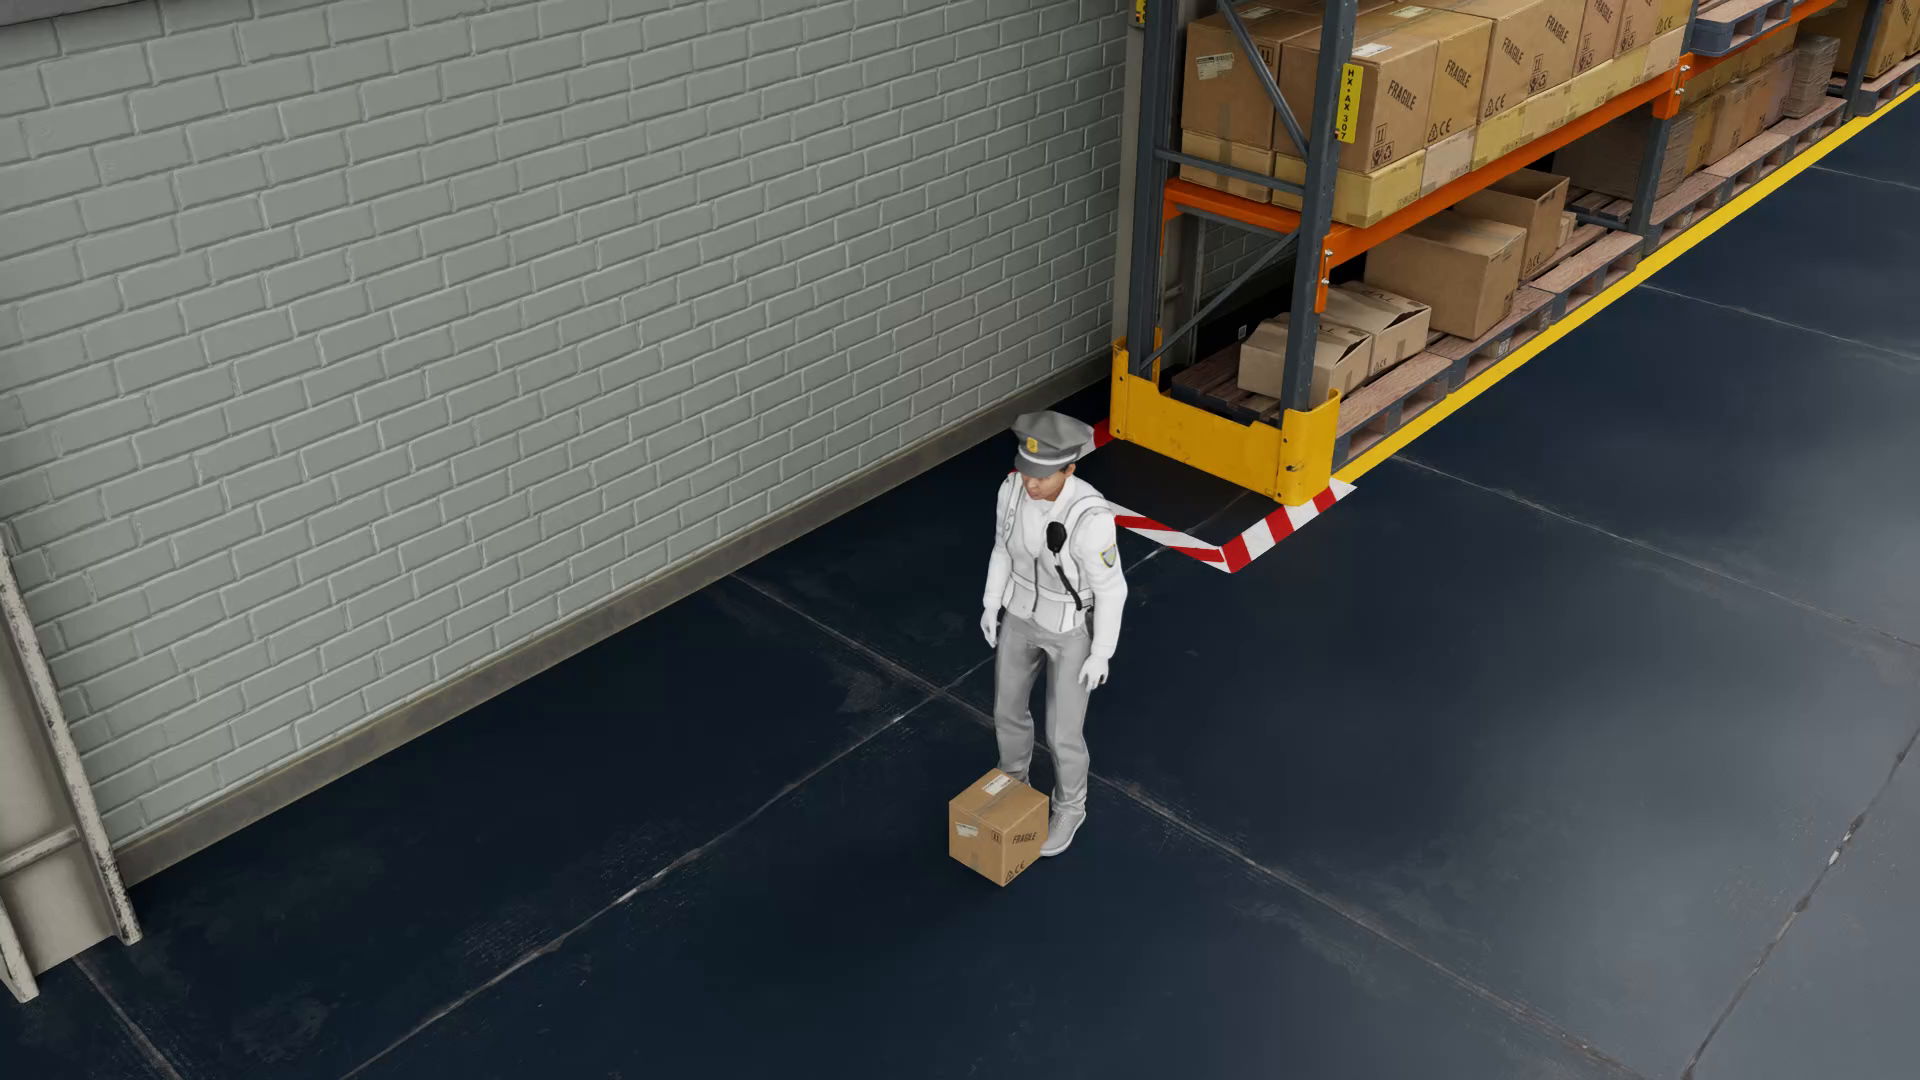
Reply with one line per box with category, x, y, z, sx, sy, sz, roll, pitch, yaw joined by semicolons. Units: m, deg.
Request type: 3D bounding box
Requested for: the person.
person;0.296;0.309;5.628;0.535;1.661;0.373;23;38;32
